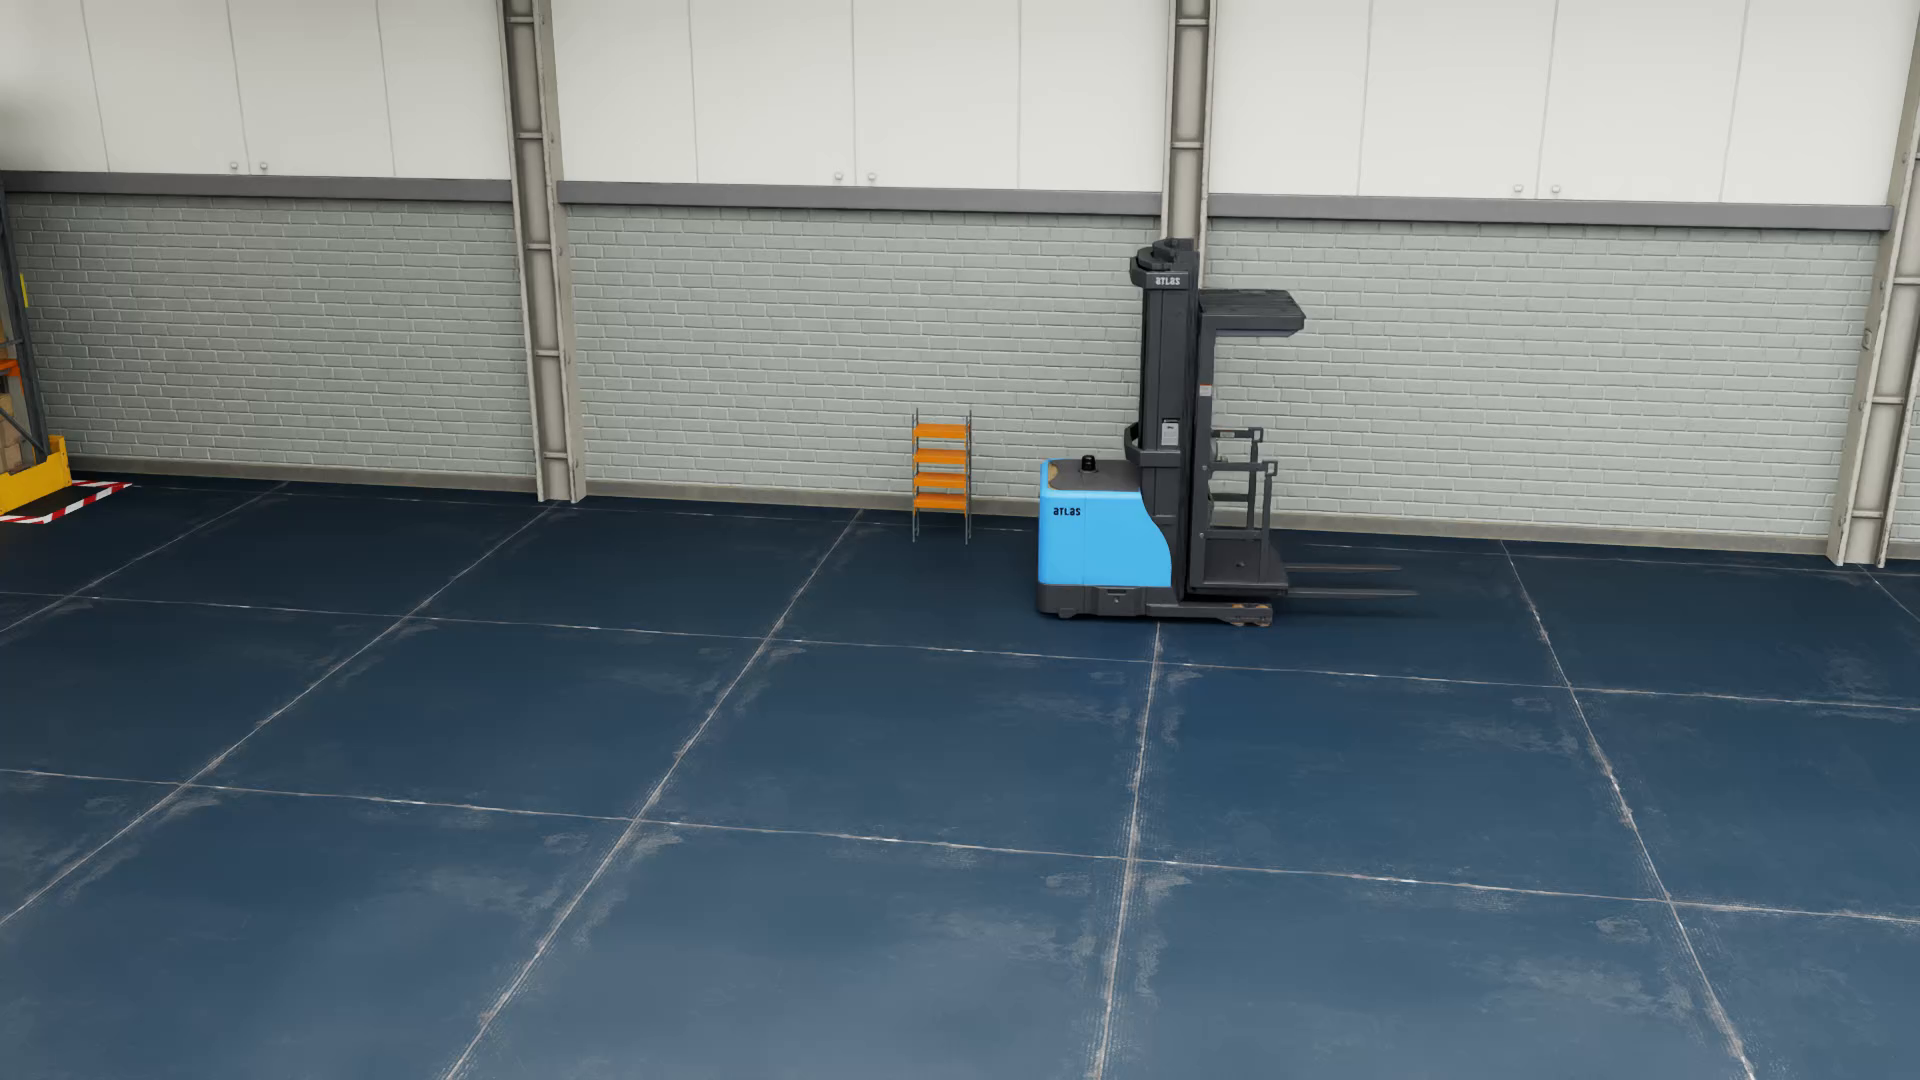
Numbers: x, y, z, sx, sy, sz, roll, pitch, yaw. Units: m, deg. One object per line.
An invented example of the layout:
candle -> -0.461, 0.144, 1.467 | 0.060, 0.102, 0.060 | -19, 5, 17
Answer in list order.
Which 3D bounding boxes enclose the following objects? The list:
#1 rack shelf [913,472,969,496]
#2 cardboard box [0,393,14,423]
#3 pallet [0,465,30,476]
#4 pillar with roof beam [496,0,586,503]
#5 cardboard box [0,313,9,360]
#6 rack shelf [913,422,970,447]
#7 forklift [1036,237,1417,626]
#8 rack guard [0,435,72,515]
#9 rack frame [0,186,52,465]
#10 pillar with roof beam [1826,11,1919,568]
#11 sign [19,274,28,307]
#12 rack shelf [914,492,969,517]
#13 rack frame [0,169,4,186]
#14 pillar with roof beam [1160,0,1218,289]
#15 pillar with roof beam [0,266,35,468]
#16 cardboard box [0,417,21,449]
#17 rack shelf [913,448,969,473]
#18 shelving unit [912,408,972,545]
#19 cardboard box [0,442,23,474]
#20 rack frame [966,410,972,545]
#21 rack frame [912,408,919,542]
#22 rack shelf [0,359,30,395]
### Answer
rack shelf -> -0.163, -0.514, 15.106 | 0.480, 0.148, 0.258 | 3, 19, 9
cardboard box -> -9.766, -1.280, 16.445 | 0.500, 0.250, 0.500 | 3, 19, 8
pallet -> -10.083, -0.531, 16.503 | 1.213, 0.211, 1.003 | 3, 19, 9
pillar with roof beam -> -4.625, -3.339, 11.048 | 0.400, 9.000, 9.100 | 3, 19, 9
cardboard box -> -9.766, -1.987, 16.303 | 0.500, 0.500, 0.500 | 4, 19, 10
rack shelf -> -0.163, -0.950, 14.960 | 0.480, 0.148, 0.258 | 3, 19, 9
forklift -> 2.150, -0.878, 13.256 | 3.031, 2.935, 1.130 | 1, 19, 3
rack guard -> -9.298, -0.641, 16.377 | 0.348, 0.500, 1.175 | 3, 19, 9
rack frame -> -9.321, -1.827, 15.984 | 0.127, 3.000, 1.000 | 3, 19, 9
pillar with roof beam -> 7.224, -2.735, 9.243 | 0.400, 9.000, 9.100 | 3, 19, 9
sign -> -9.227, -2.449, 16.353 | 0.005, 0.325, 0.100 | 3, 19, 9
rack shelf -> -0.163, -0.325, 15.169 | 0.480, 0.148, 0.258 | 3, 19, 9
rack frame -> -9.321, -4.672, 15.033 | 0.127, 3.000, 1.000 | 3, 19, 9
pillar with roof beam -> 1.300, -3.037, 10.145 | 0.400, 9.000, 9.100 | 3, 19, 9
pillar with roof beam -> -10.549, -3.641, 11.950 | 0.400, 9.000, 9.100 | 3, 19, 9
cardboard box -> -9.753, -1.048, 16.540 | 0.500, 0.250, 0.500 | 3, 19, 10
rack shelf -> -0.163, -0.726, 15.035 | 0.480, 0.148, 0.258 | 3, 19, 9
shelving unit -> -0.163, -0.577, 15.084 | 0.503, 1.200, 0.258 | 3, 19, 9
cardboard box -> -9.775, -0.809, 16.611 | 0.500, 0.250, 0.500 | 3, 19, 9
rack frame -> 0.077, -0.565, 15.048 | 0.015, 1.200, 0.240 | 3, 19, 9
rack frame -> -0.404, -0.590, 15.121 | 0.015, 1.200, 0.240 | 3, 19, 9
rack shelf -> -11.296, -1.587, 16.399 | 4.000, 0.370, 1.077 | 3, 19, 9
